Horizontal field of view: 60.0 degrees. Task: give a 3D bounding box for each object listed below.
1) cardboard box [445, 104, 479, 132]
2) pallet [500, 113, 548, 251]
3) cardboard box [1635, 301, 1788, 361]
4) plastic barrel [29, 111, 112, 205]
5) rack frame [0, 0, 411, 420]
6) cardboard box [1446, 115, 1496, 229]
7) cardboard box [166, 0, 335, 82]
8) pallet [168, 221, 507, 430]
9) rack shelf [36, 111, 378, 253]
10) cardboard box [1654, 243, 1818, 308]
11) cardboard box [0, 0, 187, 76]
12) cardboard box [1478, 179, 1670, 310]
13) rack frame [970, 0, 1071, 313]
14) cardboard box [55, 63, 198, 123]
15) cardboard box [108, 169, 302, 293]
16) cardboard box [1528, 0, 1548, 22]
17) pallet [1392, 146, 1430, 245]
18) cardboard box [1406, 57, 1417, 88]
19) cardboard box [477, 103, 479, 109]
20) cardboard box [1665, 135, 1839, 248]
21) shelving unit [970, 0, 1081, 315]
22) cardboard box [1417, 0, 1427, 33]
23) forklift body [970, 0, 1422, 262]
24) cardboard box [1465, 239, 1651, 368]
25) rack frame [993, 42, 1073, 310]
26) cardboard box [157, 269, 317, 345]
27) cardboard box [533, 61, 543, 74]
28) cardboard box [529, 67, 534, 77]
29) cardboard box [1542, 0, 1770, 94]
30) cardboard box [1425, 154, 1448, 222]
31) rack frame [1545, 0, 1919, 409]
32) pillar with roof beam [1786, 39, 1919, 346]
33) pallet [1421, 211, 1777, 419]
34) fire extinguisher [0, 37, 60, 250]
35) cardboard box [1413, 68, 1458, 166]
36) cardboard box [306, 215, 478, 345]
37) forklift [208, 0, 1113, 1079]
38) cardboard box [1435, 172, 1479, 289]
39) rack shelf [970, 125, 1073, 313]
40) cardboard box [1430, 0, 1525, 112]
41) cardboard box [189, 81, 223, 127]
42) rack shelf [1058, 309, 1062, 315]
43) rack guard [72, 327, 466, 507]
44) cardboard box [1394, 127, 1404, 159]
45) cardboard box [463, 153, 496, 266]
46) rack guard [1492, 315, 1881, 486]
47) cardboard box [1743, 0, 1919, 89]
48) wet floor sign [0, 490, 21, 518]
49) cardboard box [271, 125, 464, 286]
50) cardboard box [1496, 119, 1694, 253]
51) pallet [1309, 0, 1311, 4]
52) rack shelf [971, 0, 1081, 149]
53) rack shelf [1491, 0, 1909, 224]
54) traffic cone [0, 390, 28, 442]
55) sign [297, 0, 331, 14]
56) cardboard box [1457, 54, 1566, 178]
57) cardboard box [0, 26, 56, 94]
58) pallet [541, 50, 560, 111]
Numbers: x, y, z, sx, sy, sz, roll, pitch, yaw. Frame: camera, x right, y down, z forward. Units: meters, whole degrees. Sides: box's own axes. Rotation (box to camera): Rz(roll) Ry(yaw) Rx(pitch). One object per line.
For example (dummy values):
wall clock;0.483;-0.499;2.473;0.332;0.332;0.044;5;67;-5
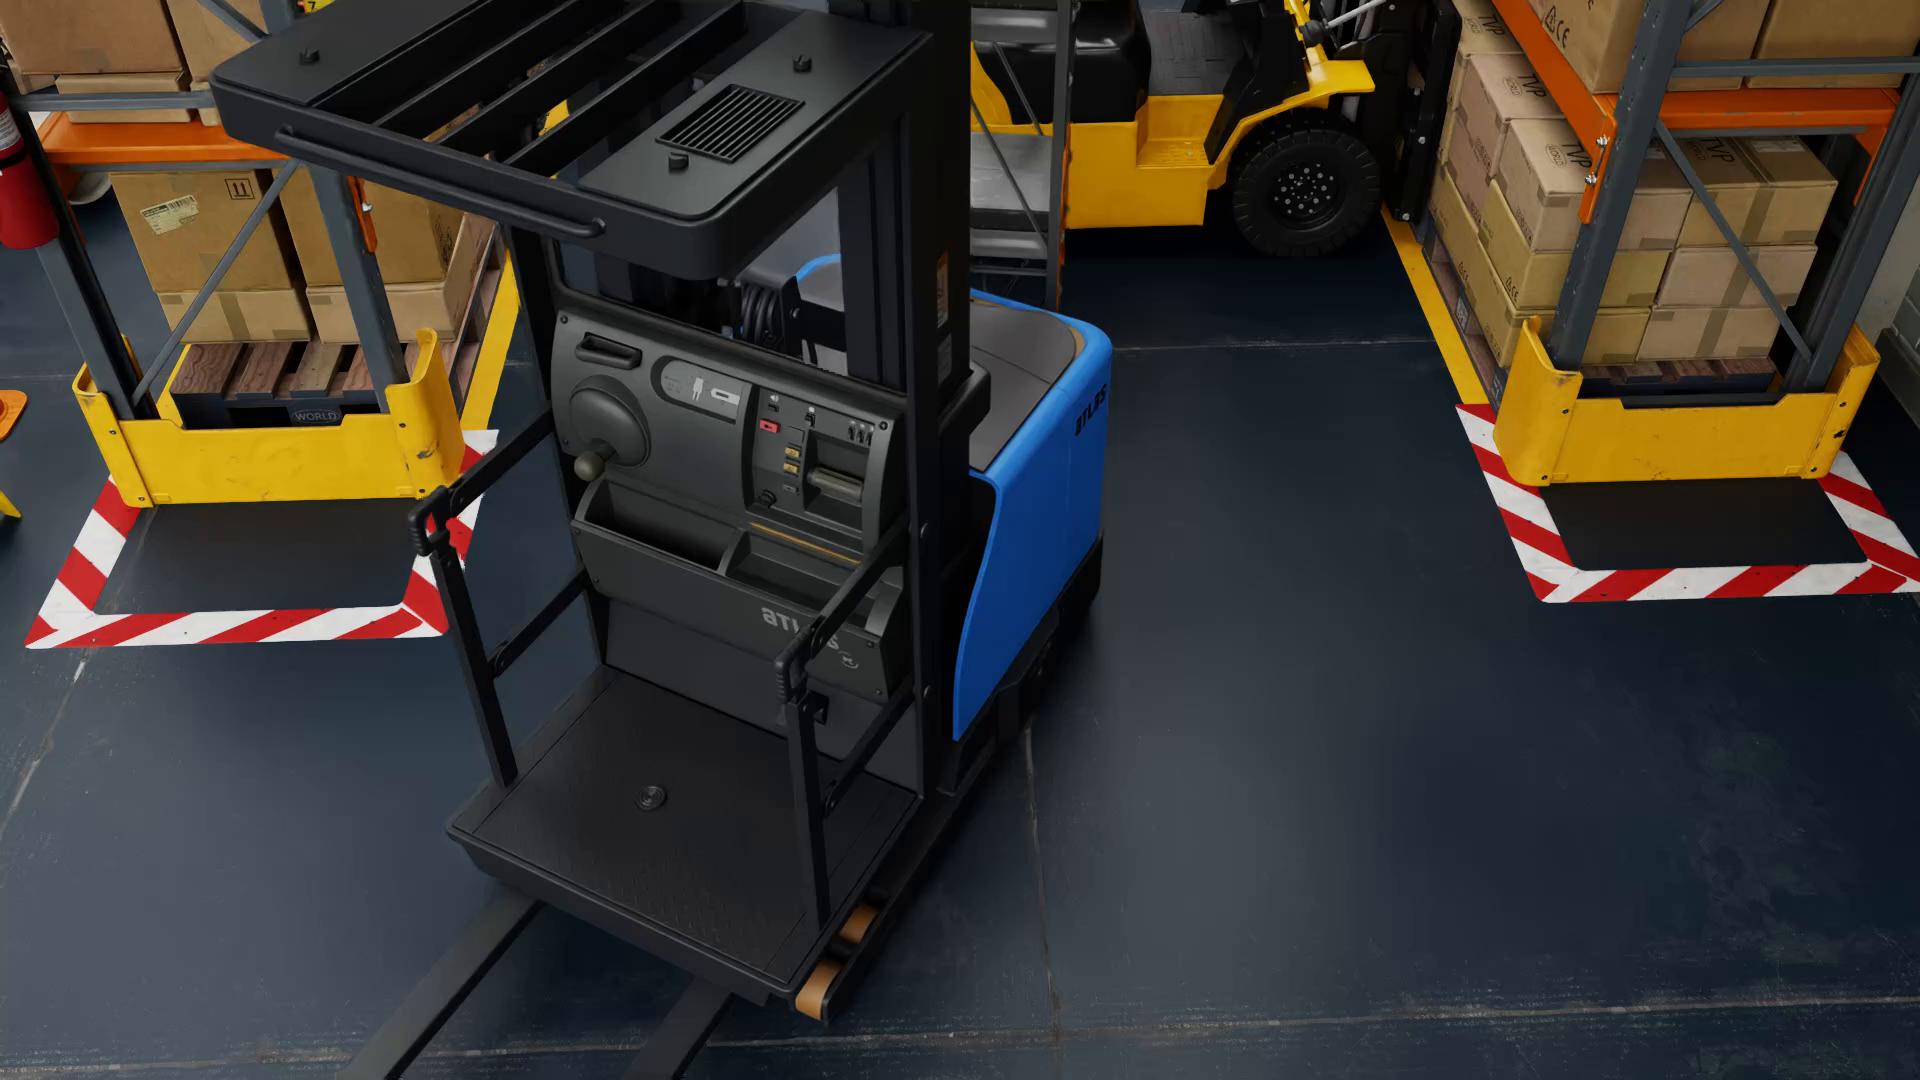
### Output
cardboard box;-2.181;-1.640;6.489;0.500;0.500;0.500;-3;43;-3
pallet;-2.447;-1.696;7.444;1.003;0.211;1.213;-2;43;-2
cardboard box;2.738;-0.925;6.263;0.500;0.250;0.500;-1;43;-2
plastic barrel;-3.996;-1.703;7.294;0.512;0.421;0.421;27;49;27
rack frame;-2.395;-1.301;4.950;1.000;3.000;0.127;-2;43;-2
cardboard box;2.220;-1.430;6.445;0.500;0.250;0.500;-2;43;-2
cardboard box;-2.138;-1.776;5.173;0.500;0.500;0.500;-2;43;-2
pallet;-2.398;-0.874;6.547;1.003;0.211;1.213;-2;43;-2
rack shelf;-2.480;-2.386;6.666;1.077;0.370;4.000;-2;43;-2
cardboard box;2.751;-1.095;6.079;0.500;0.250;0.500;-1;43;-1
cardboard box;-2.694;-1.806;5.207;0.500;0.500;0.500;-2;43;-3
cardboard box;2.231;-1.091;6.075;0.500;0.250;0.500;-2;43;-2
rack frame;0.100;-0.824;5.095;0.400;2.100;0.015;4;43;4
cardboard box;-2.625;-1.455;5.303;0.380;0.149;0.250;0;43;0
cardboard box;-2.690;-1.252;6.065;0.500;0.500;0.500;-1;43;-2
cardboard box;2.268;-2.158;5.811;0.500;0.500;0.500;0;43;0
pallet;2.441;-1.755;7.508;1.003;0.211;1.213;-2;43;-2
cardboard box;2.160;-2.116;7.193;0.500;0.250;0.500;-2;43;-2
cardboard box;-2.195;-1.979;6.858;0.500;0.500;0.500;-1;43;-1
cardboard box;2.732;-1.286;5.917;0.500;0.250;0.500;-2;43;-2
shelving unit;0.125;-0.988;5.273;0.431;2.100;0.503;4;43;4
cardboard box;2.160;-2.285;7.007;0.500;0.250;0.500;-2;43;-3
forklift body;0.661;-2.361;6.734;2.313;2.155;1.214;-2;43;-2
cardboard box;2.228;-0.896;6.231;0.500;0.250;0.500;-1;43;-1
rack frame;0.150;-1.152;5.452;0.400;2.100;0.015;4;43;4
cardboard box;-2.699;-0.997;6.342;0.500;0.250;0.500;-2;43;-2
cardboard box;-2.239;-2.392;7.864;0.500;0.250;0.500;-3;43;-3
cardboard box;-2.222;-2.049;7.489;0.500;0.250;0.500;-1;43;-1
cardboard box;2.280;-1.808;5.428;0.500;0.500;0.500;-3;43;-3
cardboard box;2.204;-1.570;6.967;0.500;0.250;0.500;-1;43;-1
rack frame;2.564;-1.446;5.108;1.000;3.000;0.127;-2;43;-2
pillar with roof beam;-0.866;-4.030;3.487;9.100;9.000;0.400;-2;43;-2
pallet;2.489;-0.933;6.612;1.003;0.211;1.213;-2;43;-2
fire extinguisher;-2.851;-1.182;4.877;0.296;0.674;0.183;-2;43;-2
cardboard box;2.177;-1.778;6.824;0.500;0.250;0.500;-3;43;-3
cardboard box;-2.153;-0.995;6.340;0.500;0.250;0.500;-2;43;-2
forklift;-0.669;-0.172;3.769;1.130;2.935;3.031;19;46;20
cardboard box;2.217;-1.232;6.598;0.500;0.250;0.500;-2;43;-2
rack shelf;0.125;-0.978;5.283;0.431;0.518;0.480;4;43;4
cardboard box;2.174;-1.943;6.634;0.500;0.250;0.500;-1;43;-1
cardboard box;-2.203;-1.444;5.291;0.380;0.149;0.250;-1;43;-2
rack shelf;0.125;-0.462;5.756;0.431;0.518;0.480;4;43;4
rack guard;-2.399;-0.431;5.850;1.175;0.500;0.348;-2;43;-2
cardboard box;2.160;-1.920;7.348;0.500;0.250;0.500;0;43;0
cardboard box;-2.167;-1.340;6.716;0.500;0.250;0.500;0;43;0
rack guard;2.565;-0.509;5.935;1.175;0.500;0.348;-2;43;-2
cardboard box;2.820;-1.826;5.448;0.500;0.500;0.500;0;43;0
wet floor sign;-3.456;-0.274;5.572;0.267;0.644;0.232;12;44;13
cardboard box;-2.155;-1.287;6.104;0.500;0.500;0.500;-3;43;-3
cardboard box;2.233;-1.258;5.887;0.500;0.250;0.500;0;43;0
pallet;2.386;-2.581;8.409;1.003;0.211;1.213;-2;43;-2
rack shelf;0.125;-1.494;4.810;0.431;0.518;0.480;4;43;4
rack shelf;2.479;-2.531;6.824;1.077;0.370;4.000;-2;43;-2
traffic cone;-3.702;-0.619;6.083;0.336;0.463;0.334;-2;43;-2
sign;-1.853;-1.636;4.674;0.100;0.325;0.005;-2;43;-2
cardboard box;2.205;-1.603;6.263;0.500;0.250;0.500;-1;43;-1
cardboard box;-4.675;-2.382;8.152;0.258;0.266;0.396;-32;51;-30
pallet;-2.501;-2.521;8.345;1.003;0.211;1.213;-2;43;-2
